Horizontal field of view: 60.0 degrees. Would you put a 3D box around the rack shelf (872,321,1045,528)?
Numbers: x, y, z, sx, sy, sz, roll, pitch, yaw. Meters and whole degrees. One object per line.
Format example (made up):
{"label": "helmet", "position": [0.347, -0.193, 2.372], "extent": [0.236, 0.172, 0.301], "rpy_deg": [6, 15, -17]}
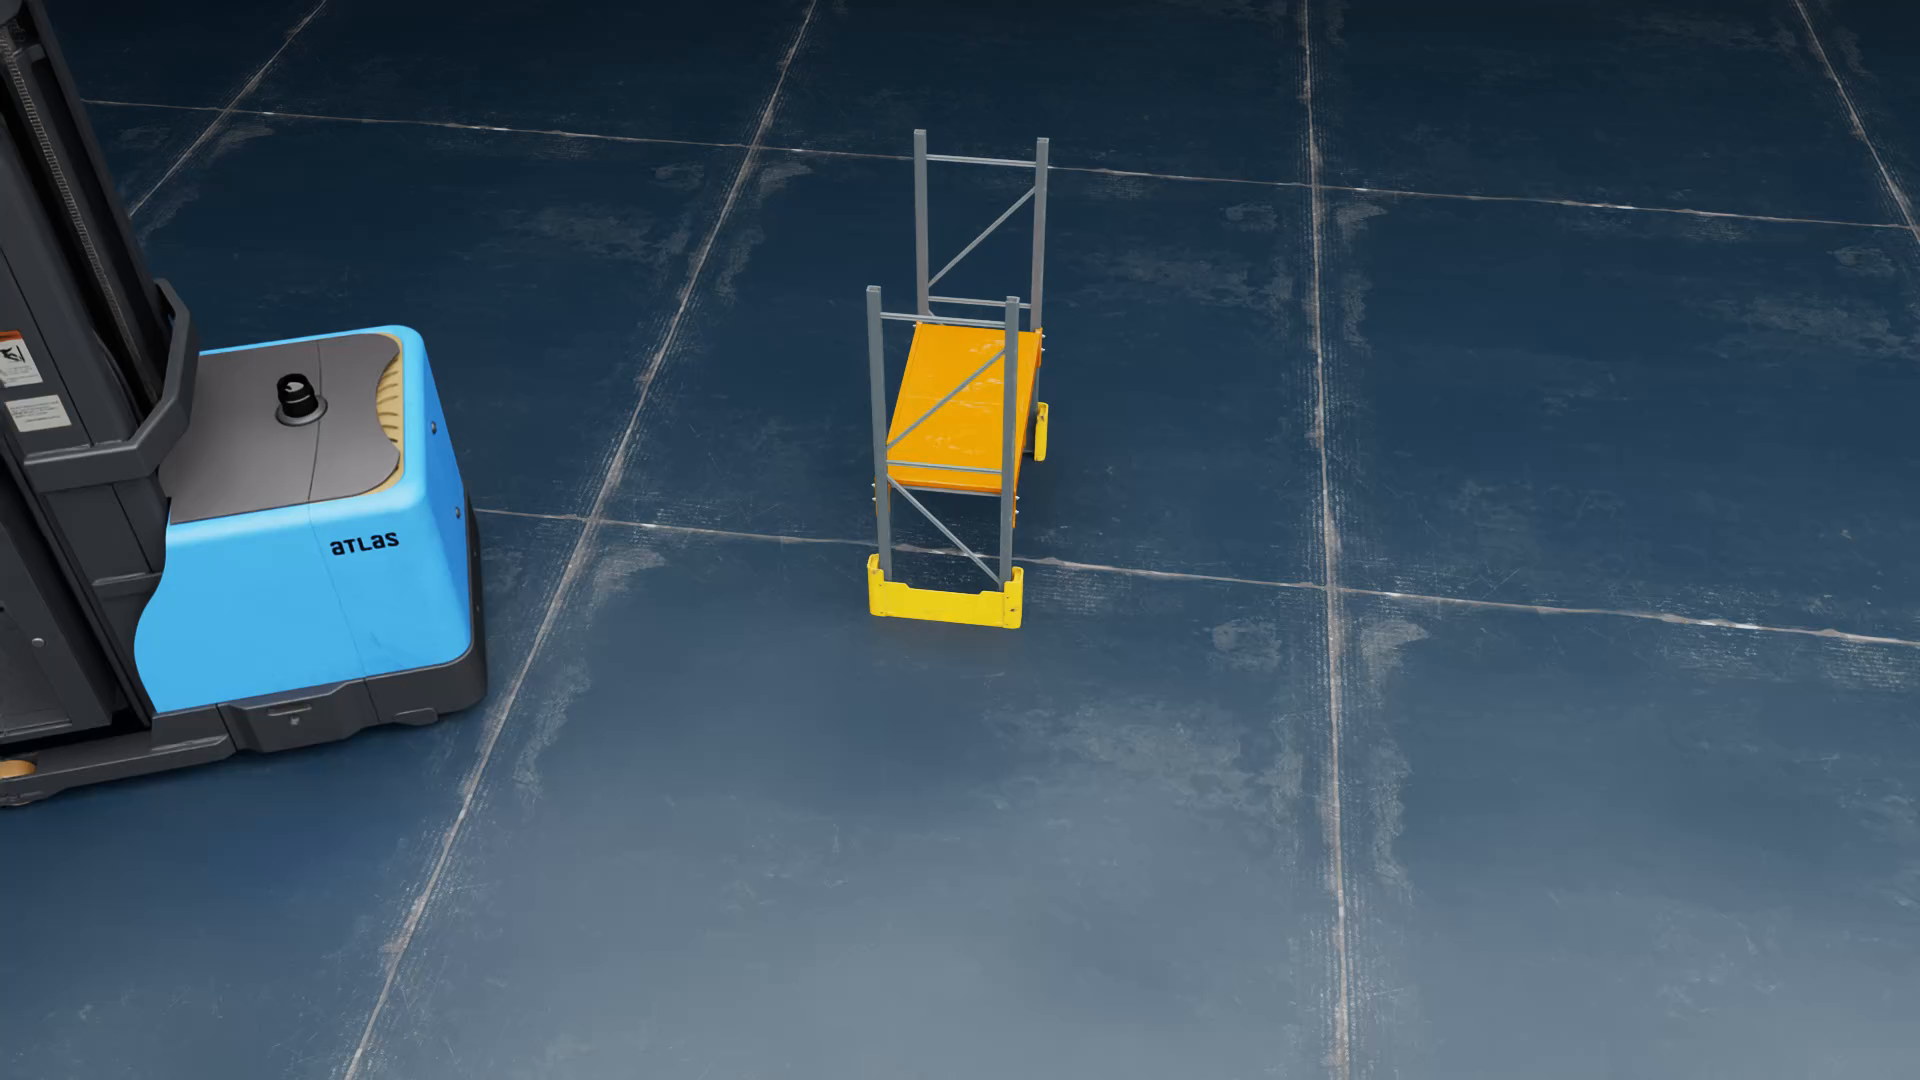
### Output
{"label": "rack shelf", "position": [0.011, -0.472, 6.419], "extent": [0.538, 0.185, 1.000], "rpy_deg": [5, 44, 6]}

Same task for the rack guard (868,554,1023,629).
{"label": "rack guard", "position": [-0.056, 0.197, 6.360], "extent": [0.587, 0.250, 0.087], "rpy_deg": [5, 44, 6]}

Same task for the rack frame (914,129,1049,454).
{"label": "rack frame", "position": [0.078, -0.949, 6.662], "extent": [0.500, 1.500, 0.032], "rpy_deg": [5, 44, 6]}

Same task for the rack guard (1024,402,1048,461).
{"label": "rack guard", "position": [0.076, -0.482, 7.077], "extent": [0.587, 0.250, 0.087], "rpy_deg": [5, 44, 6]}

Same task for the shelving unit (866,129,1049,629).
{"label": "shelving unit", "position": [0.010, -0.597, 6.289], "extent": [0.587, 1.500, 1.083], "rpy_deg": [5, 44, 6]}

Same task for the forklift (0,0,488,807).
{"label": "forklift", "position": [-3.301, -0.513, 5.160], "extent": [3.031, 2.935, 1.130], "rpy_deg": [-10, 44, -10]}

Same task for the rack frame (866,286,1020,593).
{"label": "rack frame", "position": [-0.056, -0.256, 5.930], "extent": [0.500, 1.500, 0.032], "rpy_deg": [5, 44, 6]}
